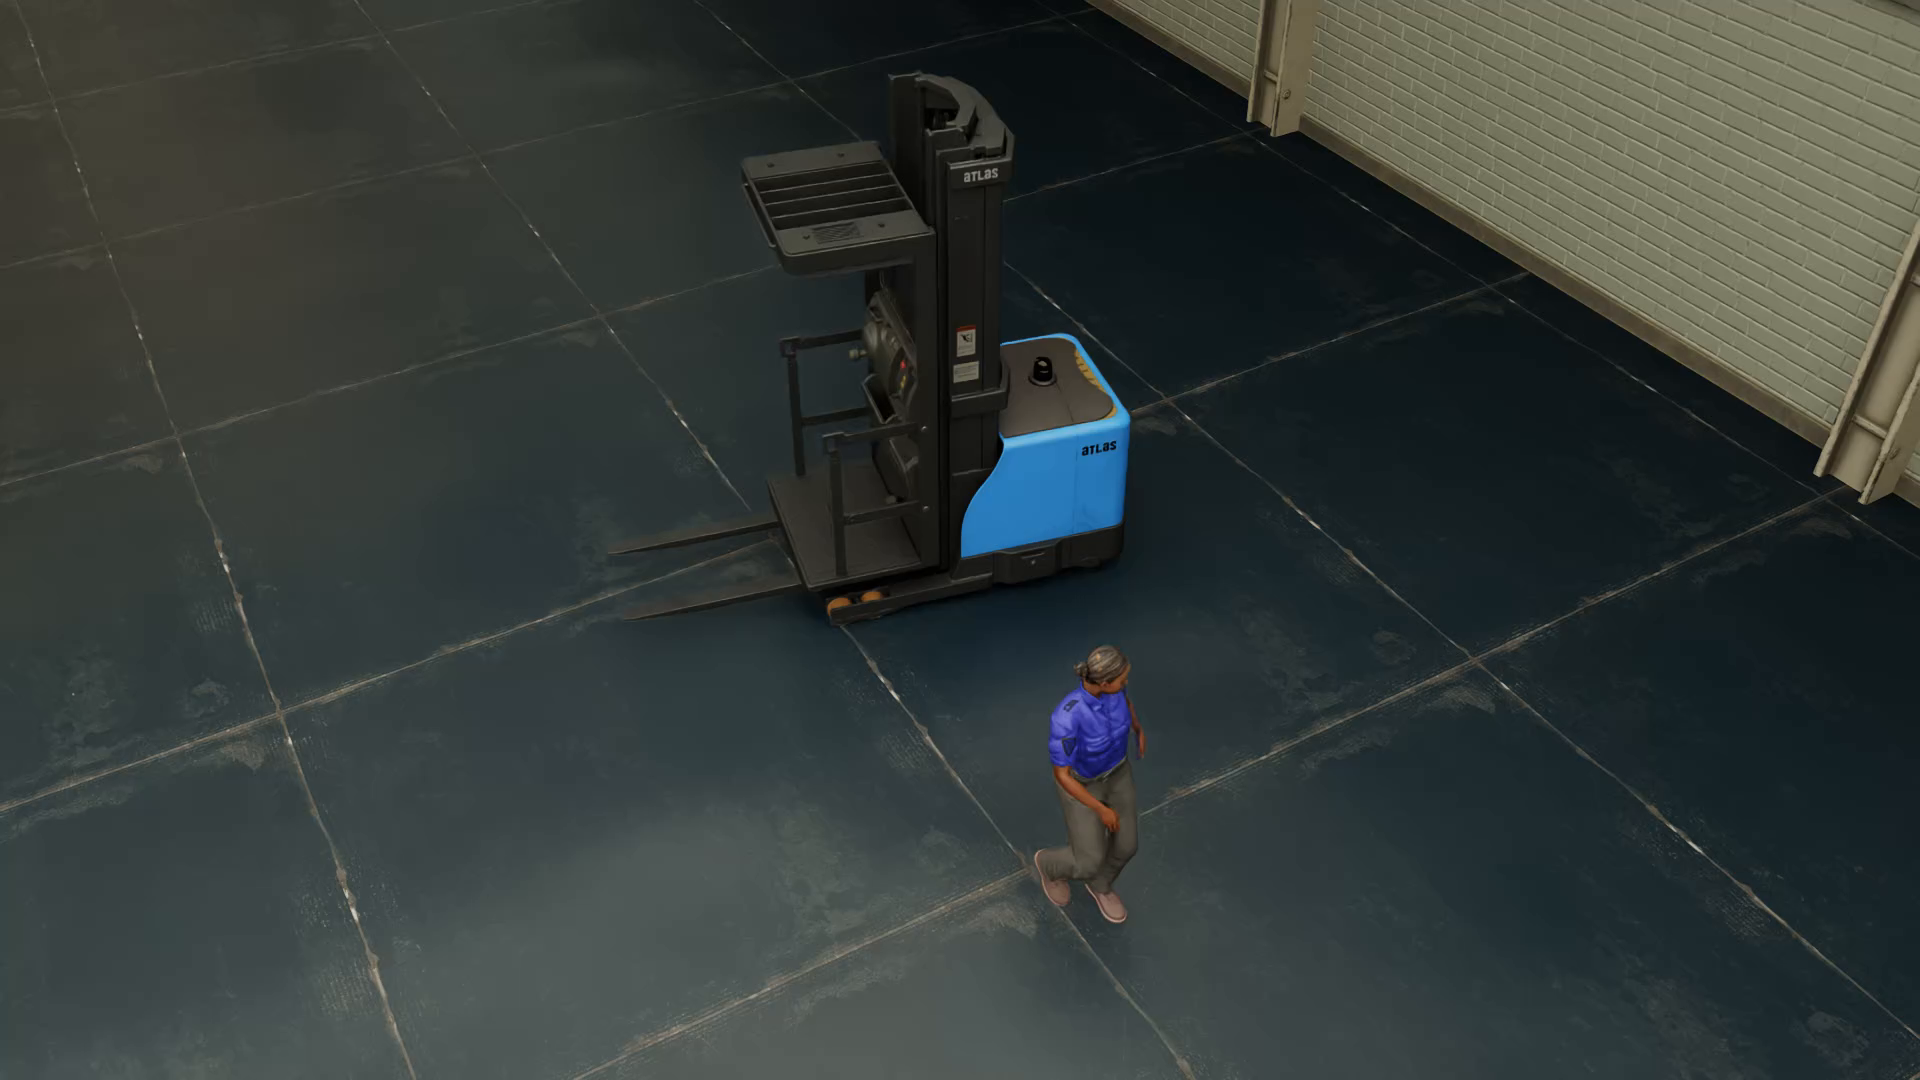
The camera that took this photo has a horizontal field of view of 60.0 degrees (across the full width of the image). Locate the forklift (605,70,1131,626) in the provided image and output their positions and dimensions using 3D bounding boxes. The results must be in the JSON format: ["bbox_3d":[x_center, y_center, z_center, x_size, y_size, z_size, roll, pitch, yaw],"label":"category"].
[{"bbox_3d":[-0.580,-1.006,9.250,3.031,2.935,1.130,-12,41,-14],"label":"forklift"}]

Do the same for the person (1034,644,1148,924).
[{"bbox_3d":[0.686,1.121,7.723,0.659,1.619,0.497,-25,46,-27],"label":"person"}]
